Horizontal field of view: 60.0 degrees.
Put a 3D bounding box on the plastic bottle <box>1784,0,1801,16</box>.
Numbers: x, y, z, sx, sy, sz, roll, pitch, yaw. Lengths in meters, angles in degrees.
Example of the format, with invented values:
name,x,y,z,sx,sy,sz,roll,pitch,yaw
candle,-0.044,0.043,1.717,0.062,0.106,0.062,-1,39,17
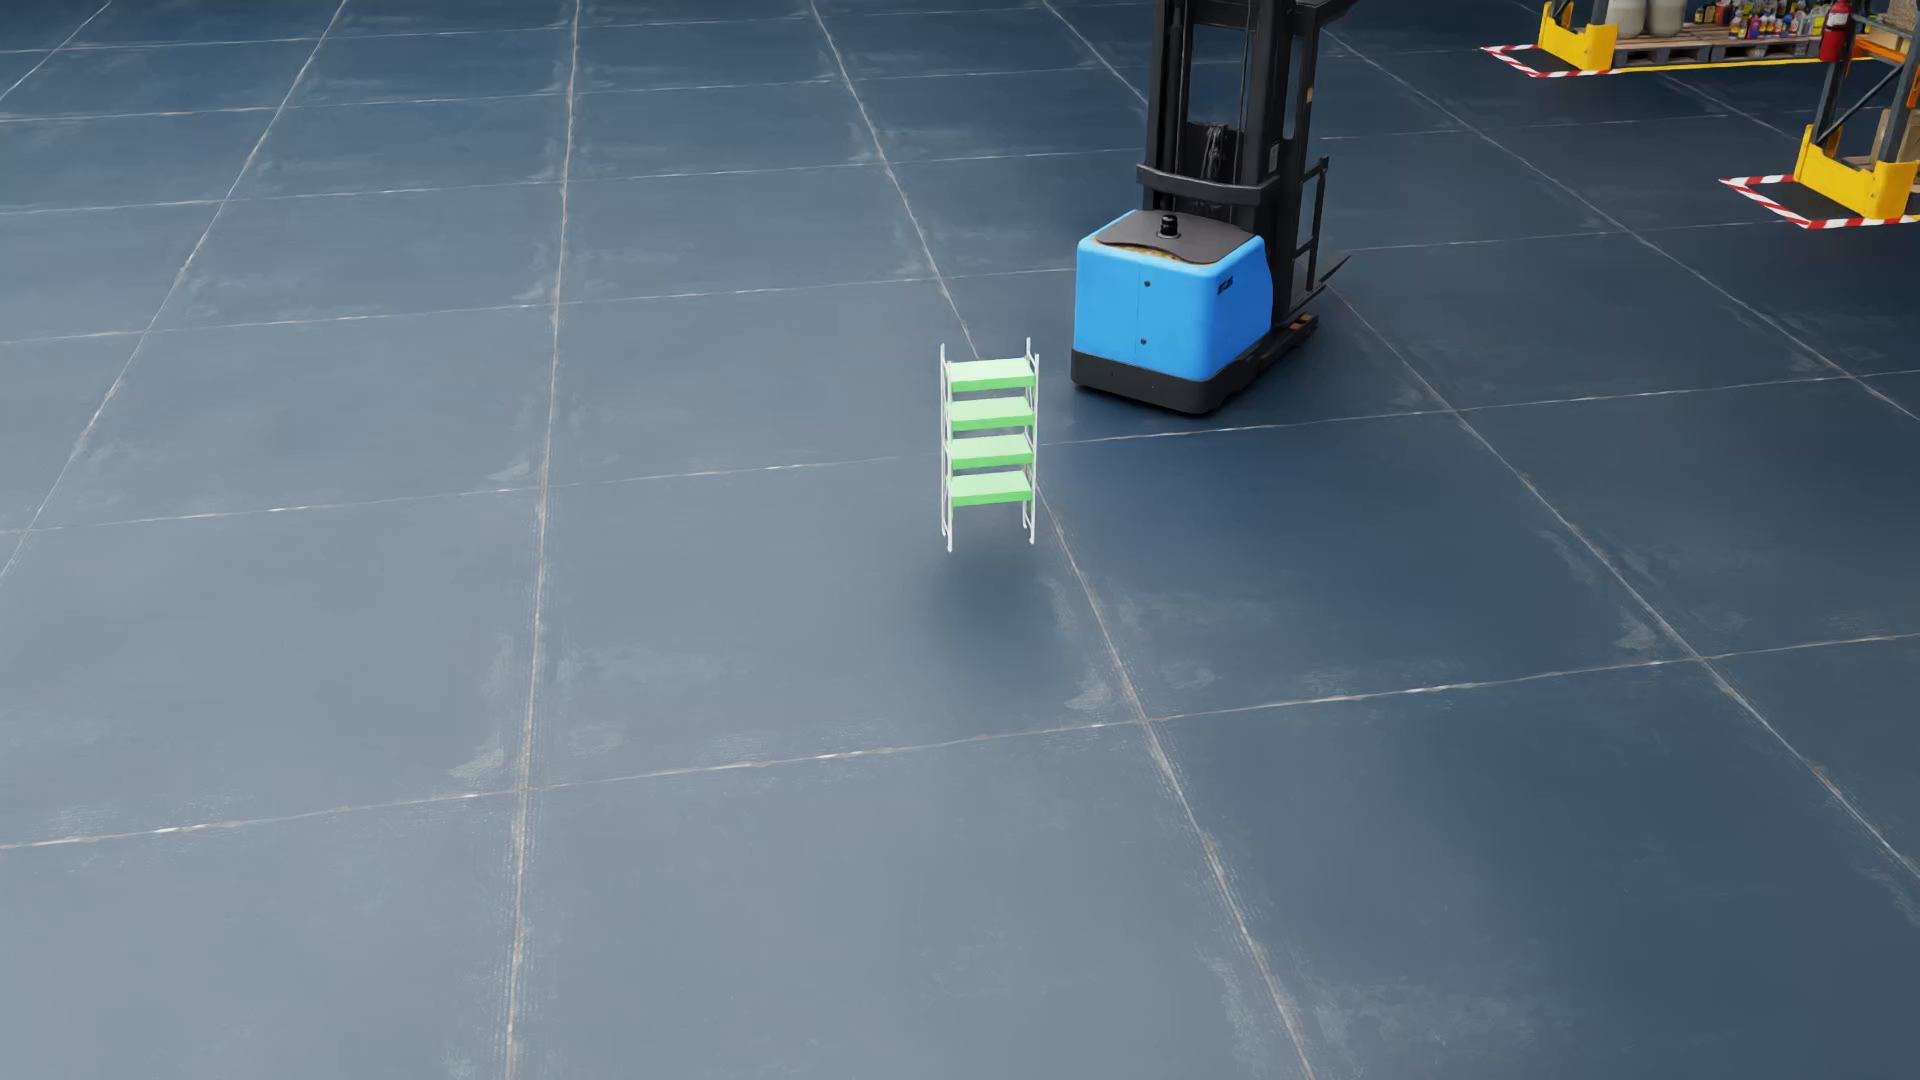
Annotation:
name,x,y,z,sx,sy,sz,roll,pitch,yaw
plastic bottle,9.912,-6.378,19.817,0.185,0.351,0.144,-7,31,-11

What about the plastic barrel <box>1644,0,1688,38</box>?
name,x,y,z,sx,sy,sz,roll,pitch,yaw
plastic barrel,8.158,-6.102,19.208,0.421,0.512,0.421,0,30,0

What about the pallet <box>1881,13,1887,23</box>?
name,x,y,z,sx,sy,sz,roll,pitch,yaw
pallet,11.731,-6.103,19.922,1.213,0.211,1.003,-5,31,-9

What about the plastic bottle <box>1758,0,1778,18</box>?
name,x,y,z,sx,sy,sz,roll,pitch,yaw
plastic bottle,9.545,-6.236,19.648,0.135,0.276,0.152,-5,31,-9

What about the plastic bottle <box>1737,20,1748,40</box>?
name,x,y,z,sx,sy,sz,roll,pitch,yaw
plastic bottle,8.973,-5.852,19.070,0.097,0.201,0.097,0,30,0

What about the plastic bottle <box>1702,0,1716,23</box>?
name,x,y,z,sx,sy,sz,roll,pitch,yaw
plastic bottle,8.871,-6.274,19.707,0.133,0.283,0.061,-5,31,-8

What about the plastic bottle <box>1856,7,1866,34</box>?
name,x,y,z,sx,sy,sz,roll,pitch,yaw
plastic bottle,10.384,-6.060,19.276,0.185,0.351,0.144,-6,31,-10

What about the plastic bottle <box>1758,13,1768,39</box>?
name,x,y,z,sx,sy,sz,roll,pitch,yaw
plastic bottle,9.208,-5.904,19.090,0.097,0.271,0.097,0,30,0

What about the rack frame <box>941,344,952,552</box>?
name,x,y,z,sx,sy,sz,roll,pitch,yaw
rack frame,-0.077,-0.510,9.434,0.015,1.200,0.240,-5,31,-9

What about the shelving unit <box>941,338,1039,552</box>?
name,x,y,z,sx,sy,sz,roll,pitch,yaw
shelving unit,0.163,-0.532,9.472,0.503,1.200,0.258,-5,31,-9

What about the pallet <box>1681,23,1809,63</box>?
name,x,y,z,sx,sy,sz,roll,pitch,yaw
pallet,9.095,-5.859,19.506,1.213,0.211,1.003,-5,31,-9

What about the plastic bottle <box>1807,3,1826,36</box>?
name,x,y,z,sx,sy,sz,roll,pitch,yaw
plastic bottle,9.878,-6.013,19.196,0.185,0.351,0.144,-5,31,-9

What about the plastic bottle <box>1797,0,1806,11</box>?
name,x,y,z,sx,sy,sz,roll,pitch,yaw
plastic bottle,9.976,-6.288,19.742,0.097,0.271,0.097,0,30,0

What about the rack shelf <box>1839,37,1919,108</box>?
name,x,y,z,sx,sy,sz,roll,pitch,yaw
rack shelf,9.891,-4.252,14.732,4.000,0.370,1.077,-5,31,-9

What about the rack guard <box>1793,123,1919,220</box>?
name,x,y,z,sx,sy,sz,roll,pitch,yaw
rack guard,7.998,-3.309,14.885,0.348,0.500,1.175,-5,31,-9

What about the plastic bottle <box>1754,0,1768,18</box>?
name,x,y,z,sx,sy,sz,roll,pitch,yaw
plastic bottle,9.493,-6.339,19.751,0.185,0.351,0.144,-6,31,-9

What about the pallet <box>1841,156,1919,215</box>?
name,x,y,z,sx,sy,sz,roll,pitch,yaw
pallet,8.804,-3.241,15.054,1.213,0.211,1.003,-5,31,-9

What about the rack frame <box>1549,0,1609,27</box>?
name,x,y,z,sx,sy,sz,roll,pitch,yaw
rack frame,7.031,-6.849,18.439,0.127,3.000,1.000,-5,31,-9

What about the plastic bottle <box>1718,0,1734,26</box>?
name,x,y,z,sx,sy,sz,roll,pitch,yaw
plastic bottle,9.032,-6.211,19.599,0.133,0.283,0.061,-5,31,-9

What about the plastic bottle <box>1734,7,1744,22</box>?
name,x,y,z,sx,sy,sz,roll,pitch,yaw
plastic bottle,9.189,-6.180,19.628,0.097,0.201,0.097,0,30,0

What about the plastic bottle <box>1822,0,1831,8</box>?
name,x,y,z,sx,sy,sz,roll,pitch,yaw
plastic bottle,10.280,-6.326,19.796,0.133,0.283,0.061,-5,31,-9

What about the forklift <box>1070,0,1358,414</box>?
name,x,y,z,sx,sy,sz,roll,pitch,yaw
forklift,1.992,-2.802,11.623,1.130,2.935,3.031,18,35,28

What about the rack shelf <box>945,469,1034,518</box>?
name,x,y,z,sx,sy,sz,roll,pitch,yaw
rack shelf,0.163,-0.270,9.626,0.480,0.148,0.258,-5,31,-9

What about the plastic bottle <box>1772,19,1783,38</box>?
name,x,y,z,sx,sy,sz,roll,pitch,yaw
plastic bottle,9.404,-5.892,19.138,0.097,0.201,0.097,0,30,0

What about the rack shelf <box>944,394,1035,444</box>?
name,x,y,z,sx,sy,sz,roll,pitch,yaw
rack shelf,0.163,-0.684,9.382,0.480,0.148,0.258,-5,31,-9

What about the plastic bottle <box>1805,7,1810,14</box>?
name,x,y,z,sx,sy,sz,roll,pitch,yaw
plastic bottle,9.834,-6.032,19.296,0.133,0.283,0.061,-5,31,-9

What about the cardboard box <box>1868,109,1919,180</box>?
name,x,y,z,sx,sy,sz,roll,pitch,yaw
cardboard box,8.541,-3.532,14.849,0.500,0.500,0.500,0,30,0

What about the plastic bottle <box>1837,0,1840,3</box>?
name,x,y,z,sx,sy,sz,roll,pitch,yaw
plastic bottle,10.574,-6.417,19.962,0.097,0.271,0.097,0,30,0

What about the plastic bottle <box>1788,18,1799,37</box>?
name,x,y,z,sx,sy,sz,roll,pitch,yaw
plastic bottle,9.606,-5.911,19.170,0.097,0.201,0.097,0,30,0

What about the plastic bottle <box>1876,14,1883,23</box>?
name,x,y,z,sx,sy,sz,roll,pitch,yaw
plastic bottle,10.665,-6.009,19.337,0.097,0.201,0.097,0,30,0

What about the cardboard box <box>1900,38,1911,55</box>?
name,x,y,z,sx,sy,sz,roll,pitch,yaw
cardboard box,8.247,-4.179,14.145,0.250,0.149,0.380,-5,31,-9

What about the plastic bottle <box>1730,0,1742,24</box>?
name,x,y,z,sx,sy,sz,roll,pitch,yaw
plastic bottle,9.148,-6.273,19.712,0.135,0.276,0.152,-6,31,-10
